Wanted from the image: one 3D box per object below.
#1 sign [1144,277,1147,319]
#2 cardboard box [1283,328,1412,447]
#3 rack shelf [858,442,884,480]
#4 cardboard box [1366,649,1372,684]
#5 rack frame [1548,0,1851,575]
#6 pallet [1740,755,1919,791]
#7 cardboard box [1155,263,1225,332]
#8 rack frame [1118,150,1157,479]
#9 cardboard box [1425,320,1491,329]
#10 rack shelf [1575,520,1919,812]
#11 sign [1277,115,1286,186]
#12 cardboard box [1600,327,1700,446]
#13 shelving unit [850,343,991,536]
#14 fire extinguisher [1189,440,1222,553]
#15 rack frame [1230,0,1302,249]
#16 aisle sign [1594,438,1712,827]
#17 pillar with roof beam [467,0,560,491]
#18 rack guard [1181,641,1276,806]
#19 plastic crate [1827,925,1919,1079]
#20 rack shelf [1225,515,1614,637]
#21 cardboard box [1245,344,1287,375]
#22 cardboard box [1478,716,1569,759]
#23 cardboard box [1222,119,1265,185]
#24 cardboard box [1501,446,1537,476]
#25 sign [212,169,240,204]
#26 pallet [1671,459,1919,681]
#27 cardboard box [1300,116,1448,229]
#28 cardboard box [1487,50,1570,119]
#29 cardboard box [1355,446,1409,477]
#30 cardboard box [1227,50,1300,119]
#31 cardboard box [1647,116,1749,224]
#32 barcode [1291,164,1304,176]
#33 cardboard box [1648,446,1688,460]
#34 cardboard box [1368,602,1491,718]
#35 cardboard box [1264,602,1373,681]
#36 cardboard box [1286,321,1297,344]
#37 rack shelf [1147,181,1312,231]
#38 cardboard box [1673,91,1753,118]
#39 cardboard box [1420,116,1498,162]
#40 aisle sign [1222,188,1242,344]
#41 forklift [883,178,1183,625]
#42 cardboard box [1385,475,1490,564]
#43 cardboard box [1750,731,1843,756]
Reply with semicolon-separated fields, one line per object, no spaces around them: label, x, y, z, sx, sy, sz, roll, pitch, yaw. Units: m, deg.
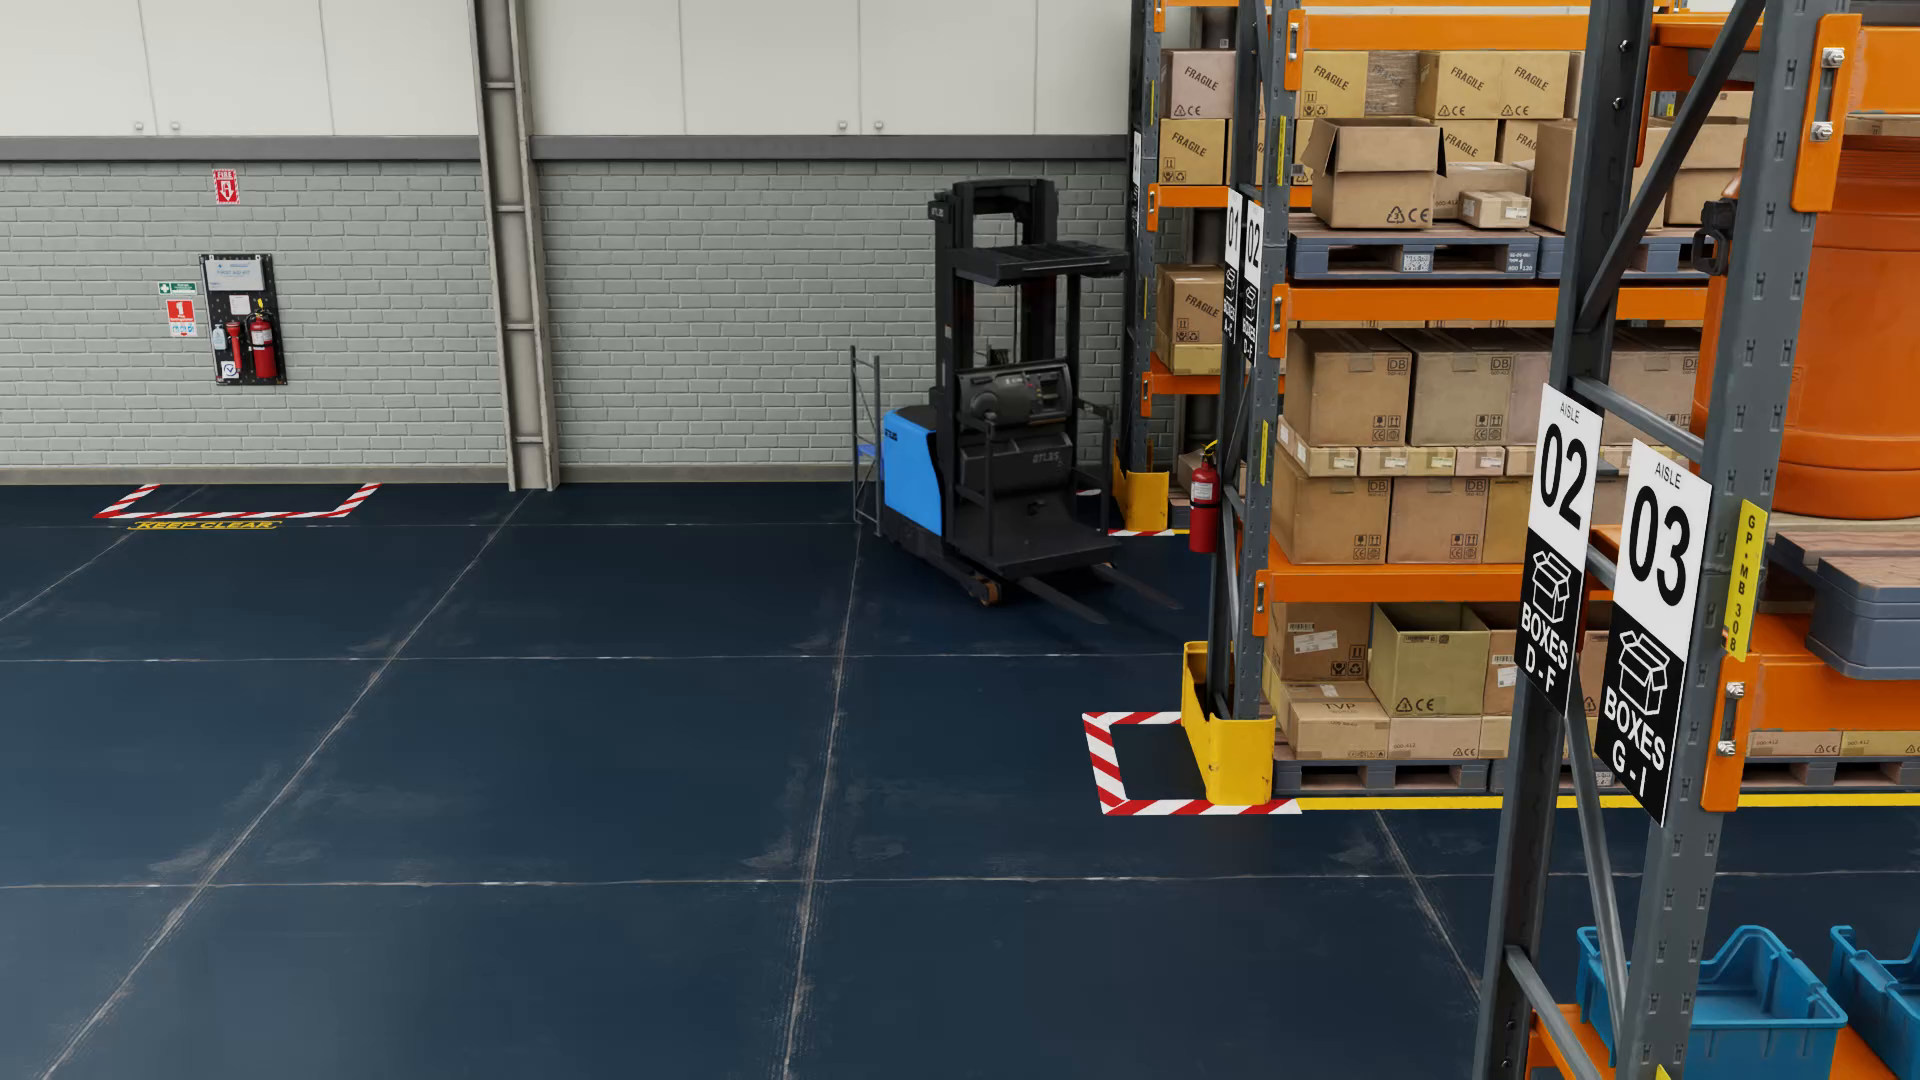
sign;1.472;-1.923;13.213;0.005;0.325;0.100;0;18;-1
cardboard box;2.065;-0.827;8.928;0.500;0.500;0.700;0;18;-1
rack shelf;-0.320;-0.714;13.907;1.000;0.185;0.538;-9;20;-27
cardboard box;2.577;0.847;9.810;0.500;0.250;0.500;0;18;-1
rack frame;1.620;-1.507;3.513;0.127;3.000;1.000;0;18;-1
pallet;4.749;1.136;9.659;1.213;0.211;1.003;0;18;-1
cardboard box;1.931;-2.038;13.977;0.500;0.500;0.500;0;18;-1
rack frame;1.463;-1.676;13.862;0.127;3.000;1.000;0;18;-1
cardboard box;3.992;-1.891;13.515;0.500;0.500;0.500;-1;18;-2
rack shelf;3.619;0.254;4.111;4.000;0.370;1.077;0;18;-1
sign;1.548;-1.876;8.013;0.005;0.325;0.100;0;18;-1
cardboard box;3.596;-0.836;8.957;0.500;0.500;0.700;0;18;-1
shelving unit;-0.320;-0.886;13.853;1.048;1.500;0.538;-9;20;-27
fire extinguisher;1.420;-0.268;9.598;0.183;0.674;0.296;0;18;-1
rack frame;1.545;-3.020;8.229;0.127;3.000;1.000;0;18;-1
aisle sign;1.552;0.202;3.752;0.004;0.787;0.394;0;18;-1
pillar with roof beam;-3.782;-3.457;9.591;0.400;9.000;9.100;0;18;-1
rack guard;1.521;1.027;9.527;0.348;0.500;1.175;0;18;-1
plastic crate;2.765;1.325;4.749;0.408;0.251;0.499;0;18;-1
rack shelf;3.545;0.170;9.285;4.000;0.370;1.077;0;18;-1
cardboard box;2.475;-1.526;13.608;0.500;0.250;0.500;-1;18;-3
cardboard box;3.085;1.006;9.316;0.500;0.250;0.500;0;18;-1
cardboard box;2.339;-3.078;13.126;0.500;0.500;0.500;1;18;3
cardboard box;2.973;-0.461;8.849;0.250;0.149;0.380;-1;18;-3
sign;-6.331;-3.049;14.345;0.199;0.298;0.001;0;18;-1
pallet;2.448;0.037;3.919;1.213;0.211;1.003;0;18;-1
cardboard box;2.120;-1.909;8.591;0.637;0.503;0.797;1;18;3
cardboard box;4.415;-3.566;13.009;0.500;0.500;0.500;1;18;2
cardboard box;2.205;-0.458;8.839;0.250;0.149;0.380;-1;18;-2
cardboard box;2.355;-3.552;12.967;0.500;0.500;0.500;0;18;-1
cardboard box;3.896;-1.957;8.741;0.637;0.503;0.797;2;18;5
barcode;1.839;-2.017;9.062;0.075;0.075;0.001;0;18;-1
cardboard box;3.741;-0.464;8.859;0.250;0.149;0.380;0;18;1
cardboard box;2.585;0.651;9.192;0.500;0.500;0.500;0;18;-1
cardboard box;2.077;0.496;9.678;0.500;0.500;0.500;0;18;-1
cardboard box;2.440;-1.881;13.486;0.500;0.500;0.500;0;18;-1
rack shelf;3.463;-2.771;13.544;4.000;0.370;1.077;0;18;-1
cardboard box;6.011;-3.349;13.316;0.500;0.500;0.500;2;18;7
cardboard box;3.902;-3.090;13.163;0.500;0.500;0.500;-1;18;-3
aisle sign;1.475;-1.490;9.027;0.004;0.787;0.394;0;18;-1
forklift;0.515;-1.080;12.115;1.130;2.935;3.031;-9;20;-27
cardboard box;2.537;-0.213;9.138;0.500;0.500;0.700;0;18;1
cardboard box;4.584;0.995;9.348;0.500;0.250;0.500;0;18;-1
